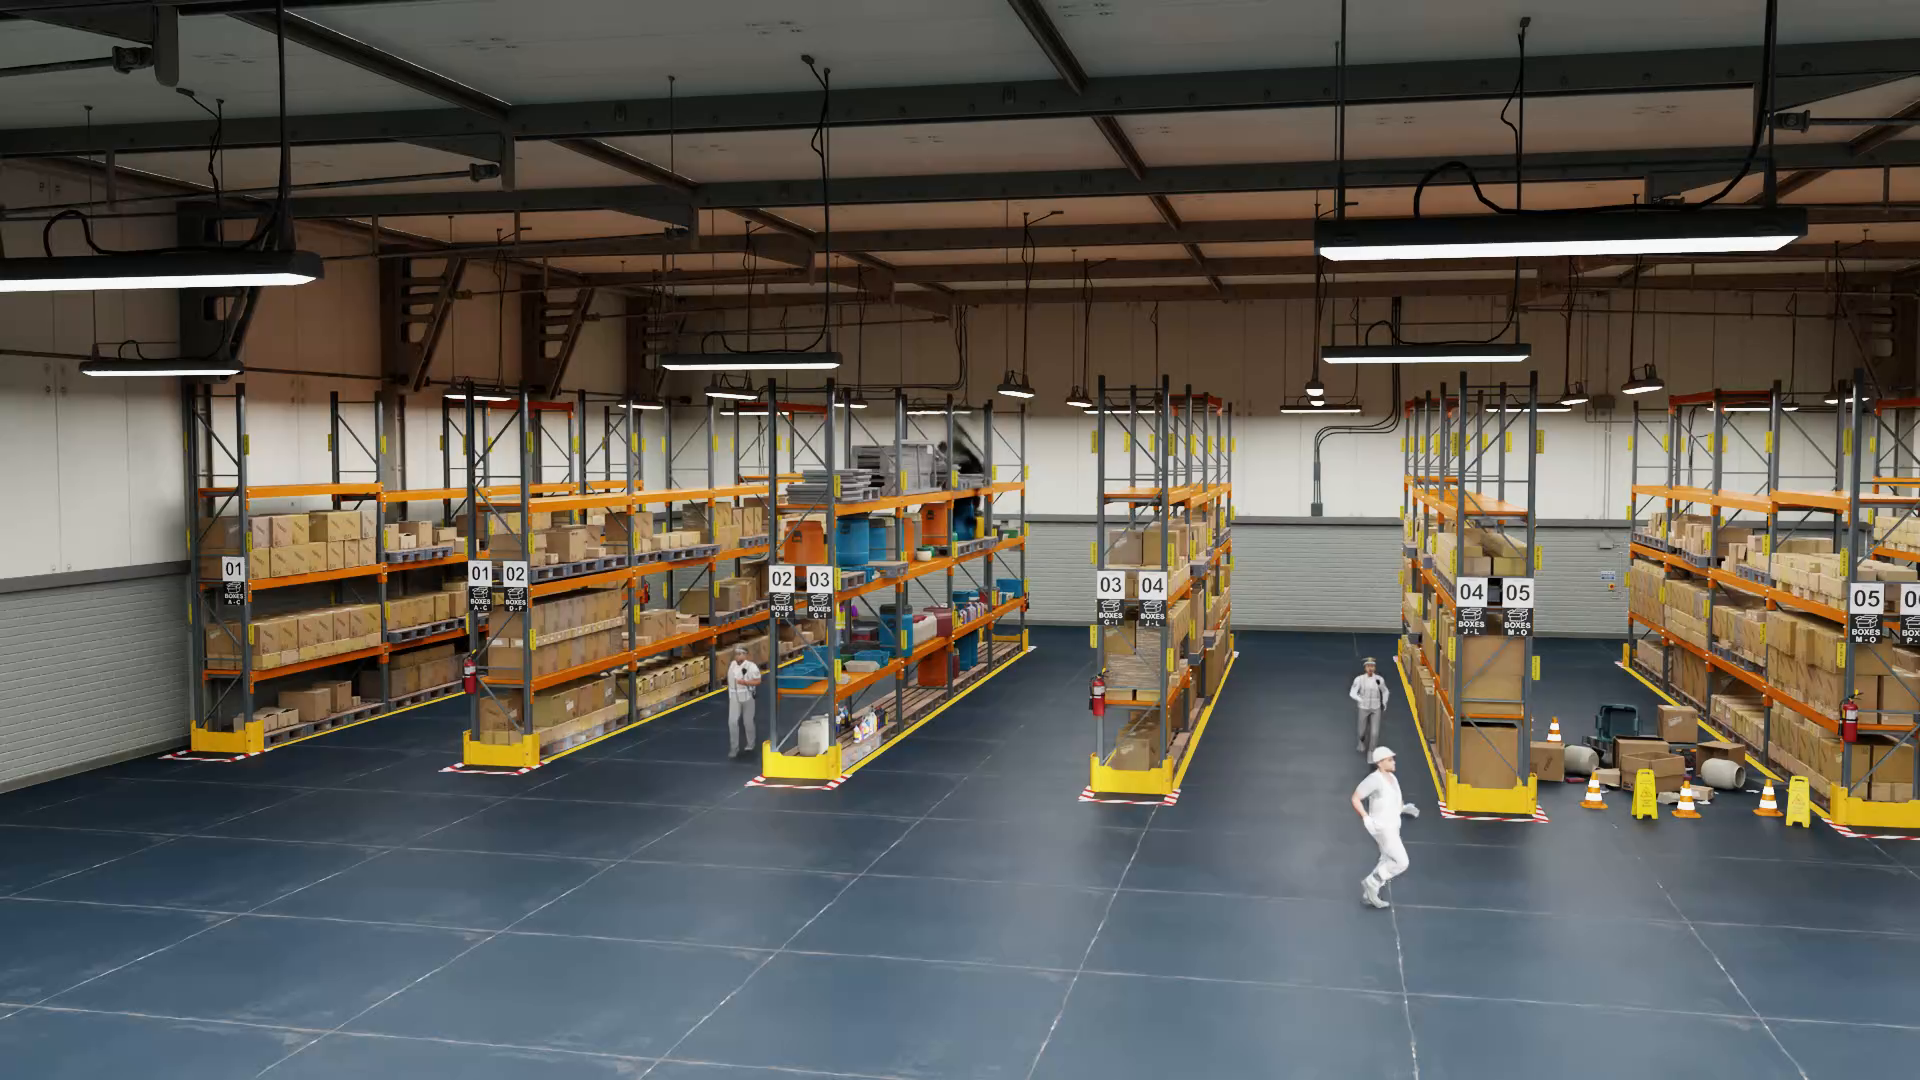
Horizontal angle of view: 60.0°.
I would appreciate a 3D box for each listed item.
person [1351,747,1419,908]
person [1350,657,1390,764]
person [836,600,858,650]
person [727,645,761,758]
[{"bbox_3d":[4.601,3.093,17.832,0.615,1.743,0.643,3,4,38],"label":"person"},{"bbox_3d":[6.478,2.668,26.268,0.624,1.658,0.746,0,3,8],"label":"person"},{"bbox_3d":[-2.594,2.020,36.812,0.671,1.833,0.770,0,3,1],"label":"person"},{"bbox_3d":[-3.481,2.603,26.808,0.626,1.863,0.800,1,3,15],"label":"person"}]
